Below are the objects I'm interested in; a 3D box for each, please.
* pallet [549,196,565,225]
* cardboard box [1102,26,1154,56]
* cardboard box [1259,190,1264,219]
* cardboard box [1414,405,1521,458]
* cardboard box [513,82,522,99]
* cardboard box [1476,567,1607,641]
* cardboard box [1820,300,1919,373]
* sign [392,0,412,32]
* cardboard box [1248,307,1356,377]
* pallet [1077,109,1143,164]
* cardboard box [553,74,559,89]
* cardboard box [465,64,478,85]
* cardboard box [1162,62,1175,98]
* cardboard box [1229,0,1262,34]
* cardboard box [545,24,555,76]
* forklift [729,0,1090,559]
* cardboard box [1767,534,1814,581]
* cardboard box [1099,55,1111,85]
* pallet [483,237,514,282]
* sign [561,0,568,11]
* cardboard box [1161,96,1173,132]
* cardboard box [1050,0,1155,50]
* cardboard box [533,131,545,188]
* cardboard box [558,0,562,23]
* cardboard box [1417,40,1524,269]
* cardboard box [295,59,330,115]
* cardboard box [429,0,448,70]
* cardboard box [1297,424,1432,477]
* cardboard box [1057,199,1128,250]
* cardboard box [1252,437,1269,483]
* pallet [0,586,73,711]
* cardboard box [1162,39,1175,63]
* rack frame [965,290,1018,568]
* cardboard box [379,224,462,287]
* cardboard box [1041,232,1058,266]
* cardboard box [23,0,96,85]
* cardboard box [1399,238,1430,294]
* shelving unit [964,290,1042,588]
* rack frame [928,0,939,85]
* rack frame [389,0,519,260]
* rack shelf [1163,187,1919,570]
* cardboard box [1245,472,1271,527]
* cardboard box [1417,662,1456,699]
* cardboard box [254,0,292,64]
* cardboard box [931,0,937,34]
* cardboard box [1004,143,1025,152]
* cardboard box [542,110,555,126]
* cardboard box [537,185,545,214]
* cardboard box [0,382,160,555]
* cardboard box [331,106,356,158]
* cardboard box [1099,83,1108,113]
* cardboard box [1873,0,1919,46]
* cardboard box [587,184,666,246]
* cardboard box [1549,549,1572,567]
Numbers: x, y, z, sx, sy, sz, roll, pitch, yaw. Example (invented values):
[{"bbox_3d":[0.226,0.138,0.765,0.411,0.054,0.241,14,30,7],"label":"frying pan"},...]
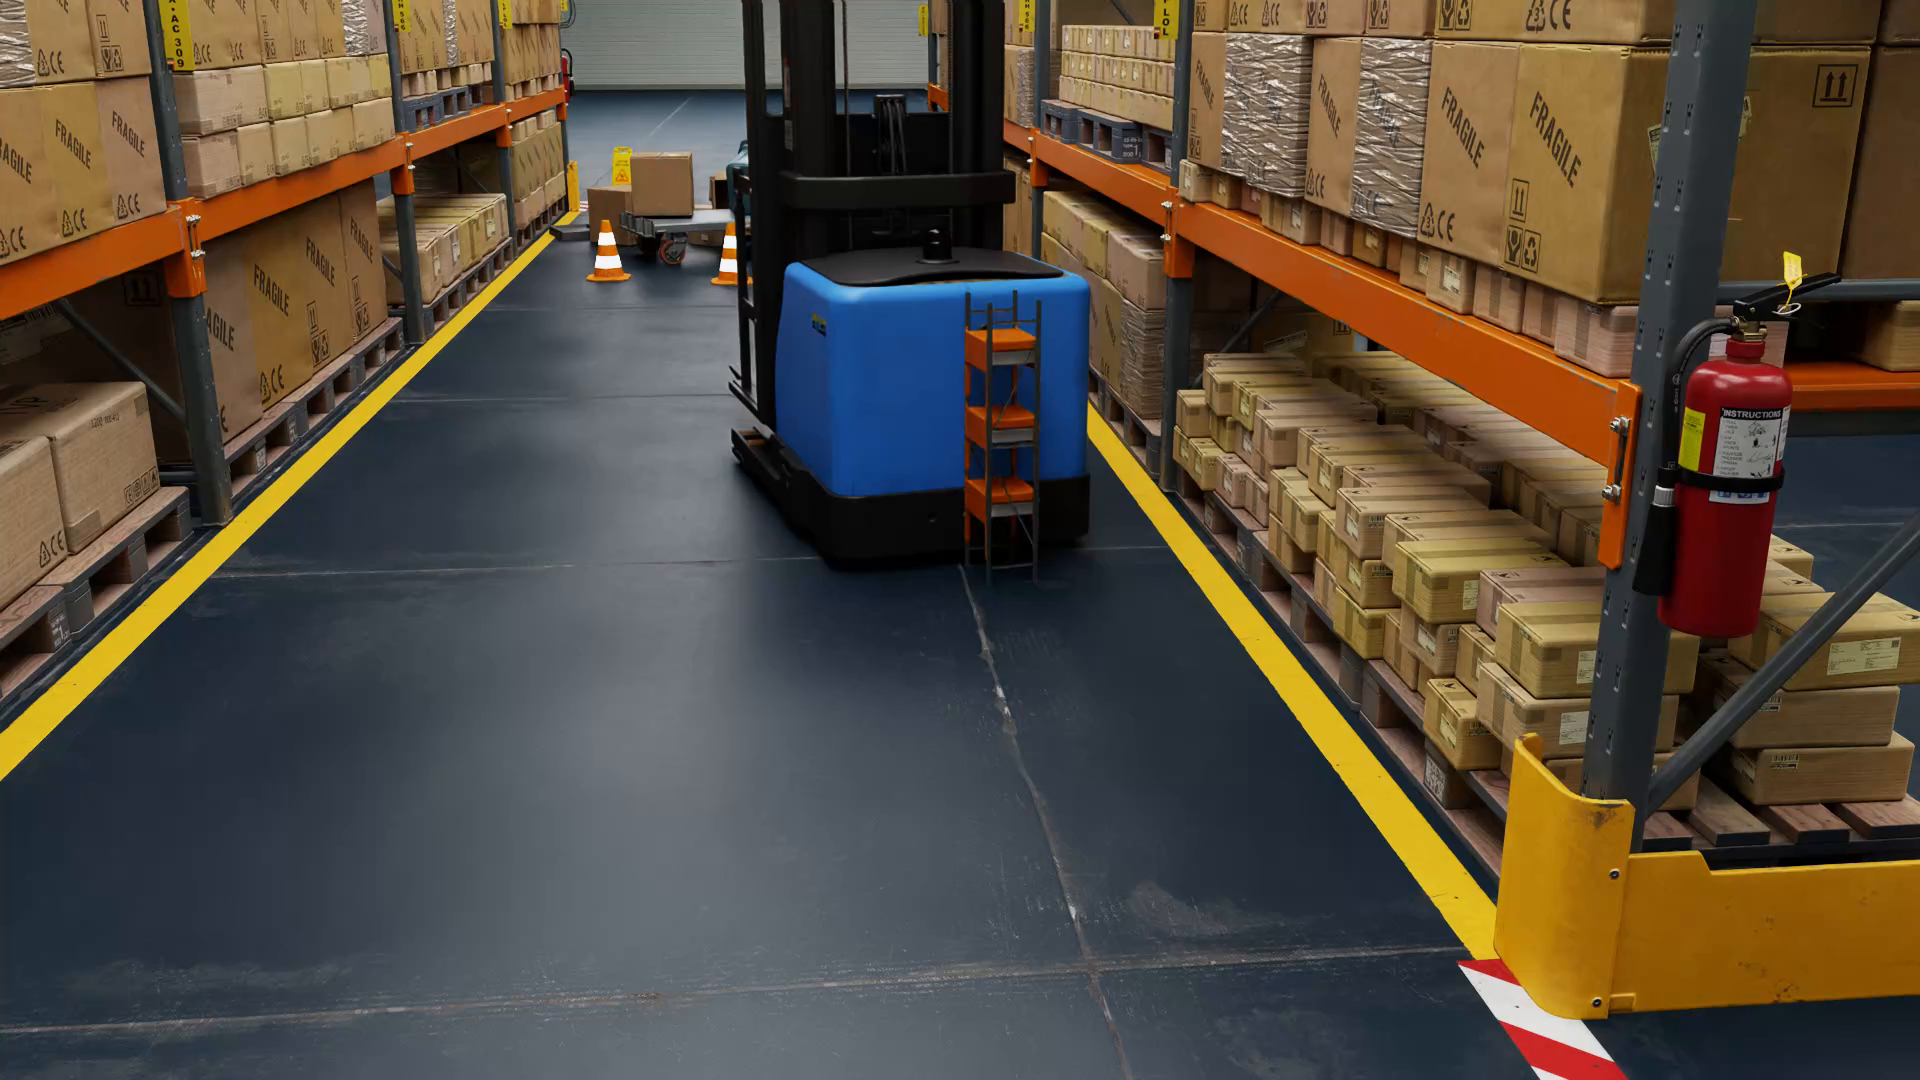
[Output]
[{"bbox_3d":[-4.704,-3.459,17.344,1.003,0.211,1.213,-2,18,-6],"label":"pallet"},{"bbox_3d":[0.970,-2.684,8.945,0.380,0.149,0.250,-1,17,-4],"label":"cardboard box"},{"bbox_3d":[1.297,-1.215,5.960,0.380,0.149,0.250,-3,18,-8],"label":"cardboard box"},{"bbox_3d":[1.854,-0.383,5.955,0.380,0.149,0.250,-3,18,-8],"label":"cardboard box"},{"bbox_3d":[-4.187,-4.074,15.067,0.380,0.149,0.250,-1,17,-4],"label":"cardboard box"},{"bbox_3d":[1.528,0.178,4.168,0.380,0.149,0.250,-1,17,-5],"label":"cardboard box"},{"bbox_3d":[2.096,-0.458,3.549,0.380,0.149,0.250,-2,18,-6],"label":"cardboard box"},{"bbox_3d":[-3.383,-3.243,10.065,0.100,0.325,0.005,-2,18,-6],"label":"sign"},{"bbox_3d":[1.578,-0.900,8.007,0.500,0.500,0.500,-1,17,-3],"label":"cardboard box"},{"bbox_3d":[1.223,-2.175,8.918,1.003,0.211,1.213,-2,18,-6],"label":"pallet"},{"bbox_3d":[-4.372,-4.759,17.247,0.380,0.149,0.250,-2,18,-6],"label":"cardboard box"},{"bbox_3d":[-3.918,-3.569,12.756,0.380,0.149,0.250,-2,18,-5],"label":"cardboard box"},{"bbox_3d":[1.125,-2.077,7.506,0.380,0.149,0.250,-2,18,-5],"label":"cardboard box"},{"bbox_3d":[1.263,-2.034,5.816,0.500,0.500,0.500,-2,18,-7],"label":"cardboard box"},{"bbox_3d":[-4.383,-4.943,16.750,0.500,0.500,0.500,-2,18,-6],"label":"cardboard box"},{"bbox_3d":[-0.437,-1.729,7.292,1.130,2.935,3.031,-6,18,-17],"label":"forklift"},{"bbox_3d":[2.040,0.080,4.479,0.380,0.149,0.250,-2,18,-6],"label":"cardboard box"},{"bbox_3d":[0.962,-2.544,8.994,0.380,0.149,0.250,-2,18,-6],"label":"cardboard box"},{"bbox_3d":[-4.266,-2.302,13.656,1.003,0.211,1.213,-2,18,-6],"label":"pallet"},{"bbox_3d":[-4.206,-5.770,17.588,0.100,0.325,0.005,-2,18,-6],"label":"sign"},{"bbox_3d":[1.125,-1.934,7.546,0.380,0.149,0.250,-2,18,-5],"label":"cardboard box"},{"bbox_3d":[0.942,-3.514,11.026,0.700,0.500,0.500,-2,18,-6],"label":"cardboard box"},{"bbox_3d":[-4.259,-3.608,15.799,0.500,0.500,0.500,-1,17,-3],"label":"cardboard box"},{"bbox_3d":[-4.490,-5.577,17.100,0.700,0.500,0.500,-2,18,-7],"label":"cardboard box"},{"bbox_3d":[1.453,-0.941,4.003,0.500,0.500,0.500,-2,18,-7],"label":"cardboard box"},{"bbox_3d":[-3.449,-2.243,8.231,0.500,0.250,0.500,-2,18,-7],"label":"cardboard box"},{"bbox_3d":[-3.874,-3.516,11.505,0.500,0.500,0.500,-1,17,-5],"label":"cardboard box"},{"bbox_3d":[1.369,-0.287,5.648,0.380,0.149,0.250,-3,18,-8],"label":"cardboard box"},{"bbox_3d":[0.861,-1.857,9.804,0.500,0.250,0.500,-2,18,-6],"label":"cardboard box"},{"bbox_3d":[1.311,-0.303,6.196,0.380,0.149,0.250,-3,18,-8],"label":"cardboard box"},{"bbox_3d":[-3.393,0.443,4.913,1.003,0.211,1.213,-2,18,-6],"label":"pallet"},{"bbox_3d":[1.126,-2.221,7.470,0.380,0.149,0.250,-2,18,-7],"label":"cardboard box"},{"bbox_3d":[0.115,-0.406,6.217,0.200,1.050,0.008,-6,18,-17],"label":"rack frame"},{"bbox_3d":[-4.068,-2.007,11.748,0.950,0.372,0.625,-2,18,-7],"label":"cardboard box"},{"bbox_3d":[0.797,-1.644,10.379,0.500,0.500,0.500,-3,18,-8],"label":"cardboard box"},{"bbox_3d":[-3.155,-1.722,5.317,0.500,0.500,0.500,-2,18,-6],"label":"cardboard box"},{"bbox_3d":[1.412,-0.744,4.460,0.380,0.149,0.250,-3,18,-8],"label":"cardboard box"},{"bbox_3d":[0.153,-0.371,6.107,0.215,1.050,0.252,-6,18,-17],"label":"shelving unit"},{"bbox_3d":[0.153,-5.239,18.356,1.000,3.000,0.127,-2,18,-6],"label":"rack frame"},{"bbox_3d":[-4.348,-3.864,13.977,1.000,3.000,0.127,-2,18,-6],"label":"rack frame"},{"bbox_3d":[1.597,-0.724,5.178,1.077,0.370,4.000,-2,18,-6],"label":"rack shelf"},{"bbox_3d":[1.289,-0.159,6.235,0.380,0.149,0.250,-2,18,-7],"label":"cardboard box"},{"bbox_3d":[1.473,0.383,4.508,0.380,0.149,0.250,-2,18,-6],"label":"cardboard box"},{"bbox_3d":[-3.411,-2.445,7.622,0.500,0.500,0.500,-2,18,-7],"label":"cardboard box"},{"bbox_3d":[0.153,-5.714,17.816,0.875,0.550,0.550,-2,18,-6],"label":"cardboard box"},{"bbox_3d":[0.719,-2.992,14.254,1.050,0.750,0.750,-2,18,-6],"label":"cardboard box"},{"bbox_3d":[-4.314,-4.273,16.836,0.380,0.149,0.250,-1,17,-4],"label":"cardboard box"},{"bbox_3d":[-4.264,-3.253,15.921,0.500,0.250,0.500,-2,18,-6],"label":"cardboard box"},{"bbox_3d":[-3.565,-0.268,6.099,0.875,0.438,0.875,-2,18,-6],"label":"cardboard box"},{"bbox_3d":[-3.521,-2.156,8.786,0.500,0.250,0.500,-2,18,-6],"label":"cardboard box"},{"bbox_3d":[0.962,-2.401,9.036,0.380,0.149,0.250,-2,17,-5],"label":"cardboard box"},{"bbox_3d":[2.021,-1.280,3.415,0.500,0.500,0.500,-2,18,-6],"label":"cardboard box"},{"bbox_3d":[-3.105,-3.034,15.502,0.500,0.500,0.500,11,21,32],"label":"cardboard box"},{"bbox_3d":[1.879,0.073,4.999,0.380,0.149,0.250,-3,18,-8],"label":"cardboard box"}]
